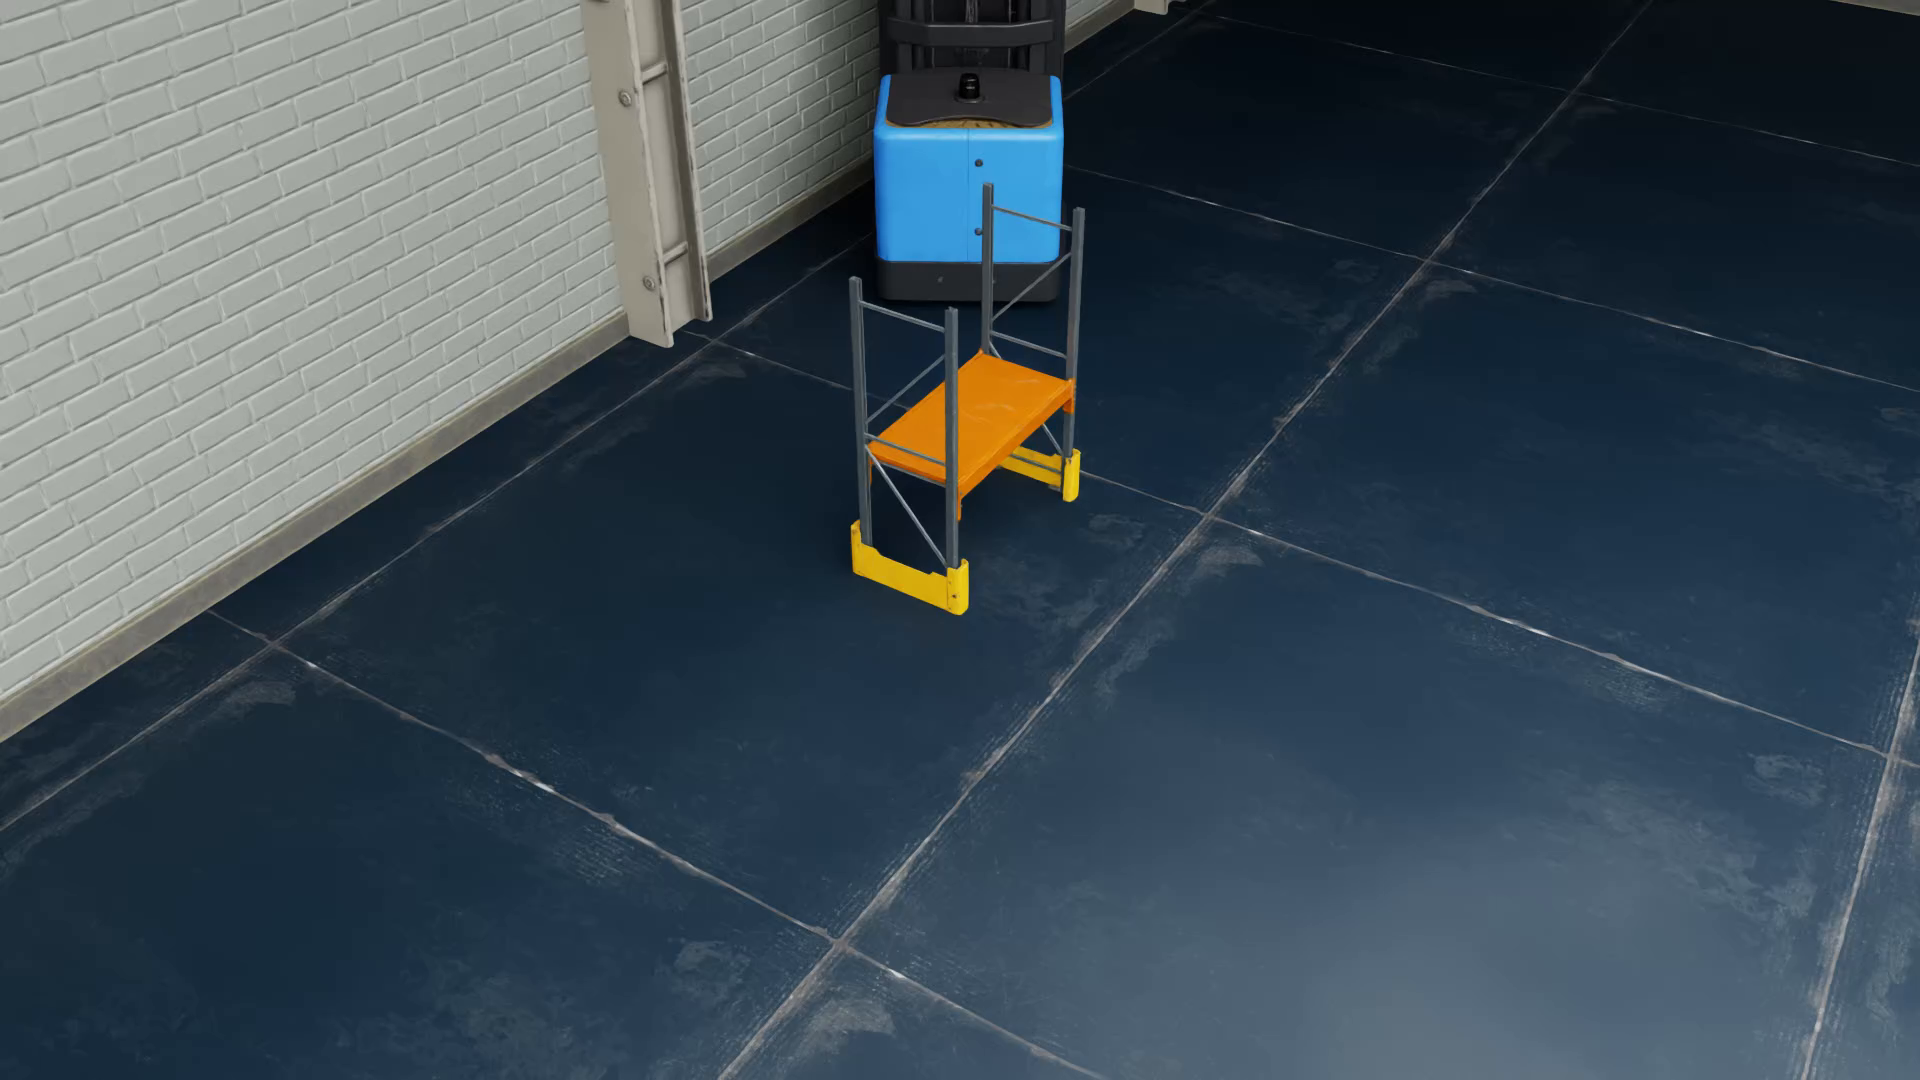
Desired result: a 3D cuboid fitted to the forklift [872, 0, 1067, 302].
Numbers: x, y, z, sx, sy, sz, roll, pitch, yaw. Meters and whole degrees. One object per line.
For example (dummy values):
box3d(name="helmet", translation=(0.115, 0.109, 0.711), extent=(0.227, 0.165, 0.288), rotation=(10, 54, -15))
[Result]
box3d(name="forklift", translation=(0.075, -3.377, 9.730), extent=(1.130, 2.935, 3.031), rotation=(1, 38, 1))

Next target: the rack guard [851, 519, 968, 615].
box3d(name="rack guard", translation=(-0.226, 0.118, 7.392), extent=(0.587, 0.250, 0.087), rotation=(21, 42, 25))

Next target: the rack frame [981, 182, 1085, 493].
box3d(name="rack frame", translation=(0.318, -0.900, 7.689), extent=(0.500, 1.500, 0.032), rotation=(21, 42, 25))

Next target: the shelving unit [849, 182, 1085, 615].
box3d(name="shelving unit", translation=(0.041, -0.633, 7.343), extent=(0.587, 1.500, 1.083), rotation=(21, 42, 25))

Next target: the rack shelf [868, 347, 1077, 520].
box3d(name="rack shelf", translation=(0.046, -0.496, 7.459), extent=(0.538, 0.185, 1.000), rotation=(21, 42, 25))

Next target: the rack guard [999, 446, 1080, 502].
box3d(name="rack guard", translation=(0.308, -0.395, 8.058), extent=(0.587, 0.250, 0.087), rotation=(21, 42, 25))

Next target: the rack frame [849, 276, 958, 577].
box3d(name="rack frame", translation=(-0.227, -0.376, 7.009), extent=(0.500, 1.500, 0.032), rotation=(21, 42, 25))

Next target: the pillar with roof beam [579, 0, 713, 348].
box3d(name="pillar with roof beam", translation=(2.011, -3.357, 4.735), extent=(9.100, 9.000, 0.400), rotation=(21, 42, 25))

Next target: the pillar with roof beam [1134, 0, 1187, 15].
box3d(name="pillar with roof beam", translation=(5.225, -6.450, 8.747), extent=(9.100, 9.000, 0.400), rotation=(21, 42, 25))
